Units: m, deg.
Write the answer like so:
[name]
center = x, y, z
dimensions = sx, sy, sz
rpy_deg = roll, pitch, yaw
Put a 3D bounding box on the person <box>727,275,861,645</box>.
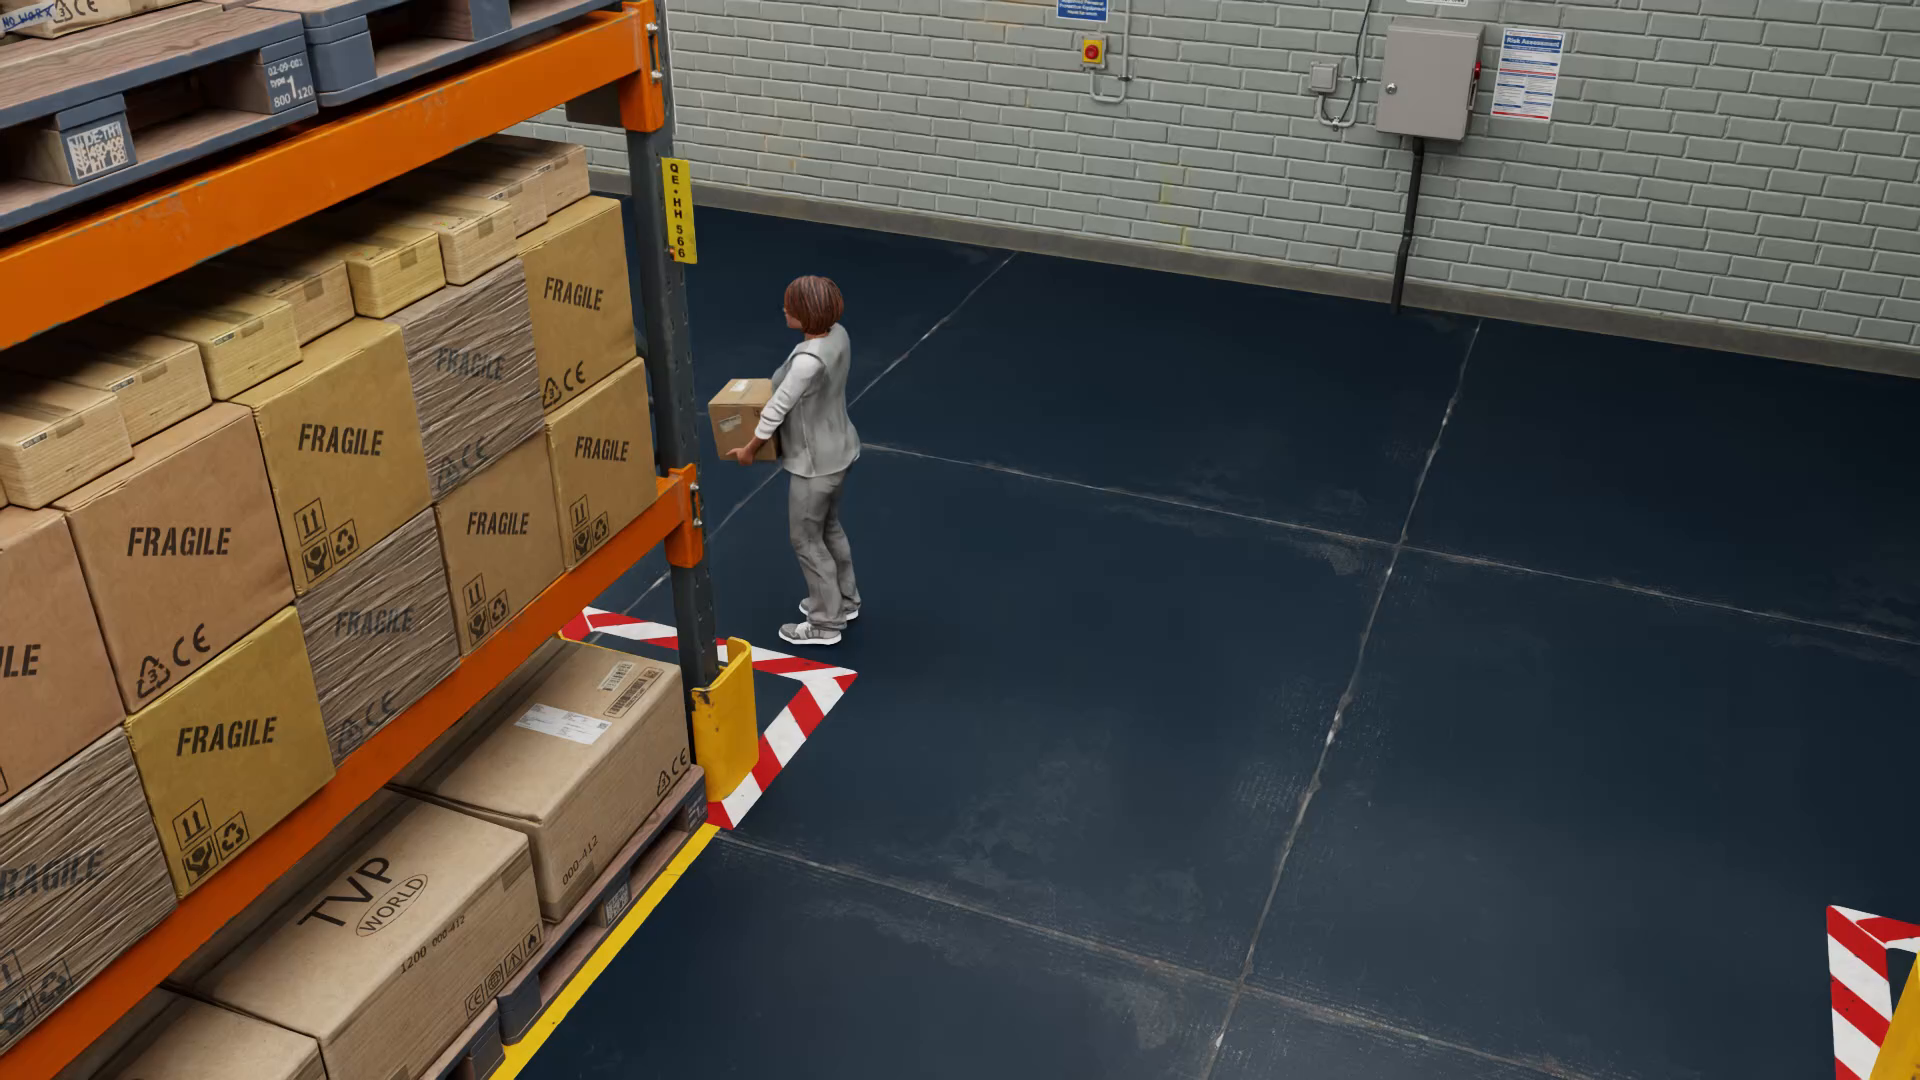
[person]
center = -0.655, -0.319, 6.703
dimensions = 0.500, 1.590, 0.375
rpy_deg = 8, 31, 13
